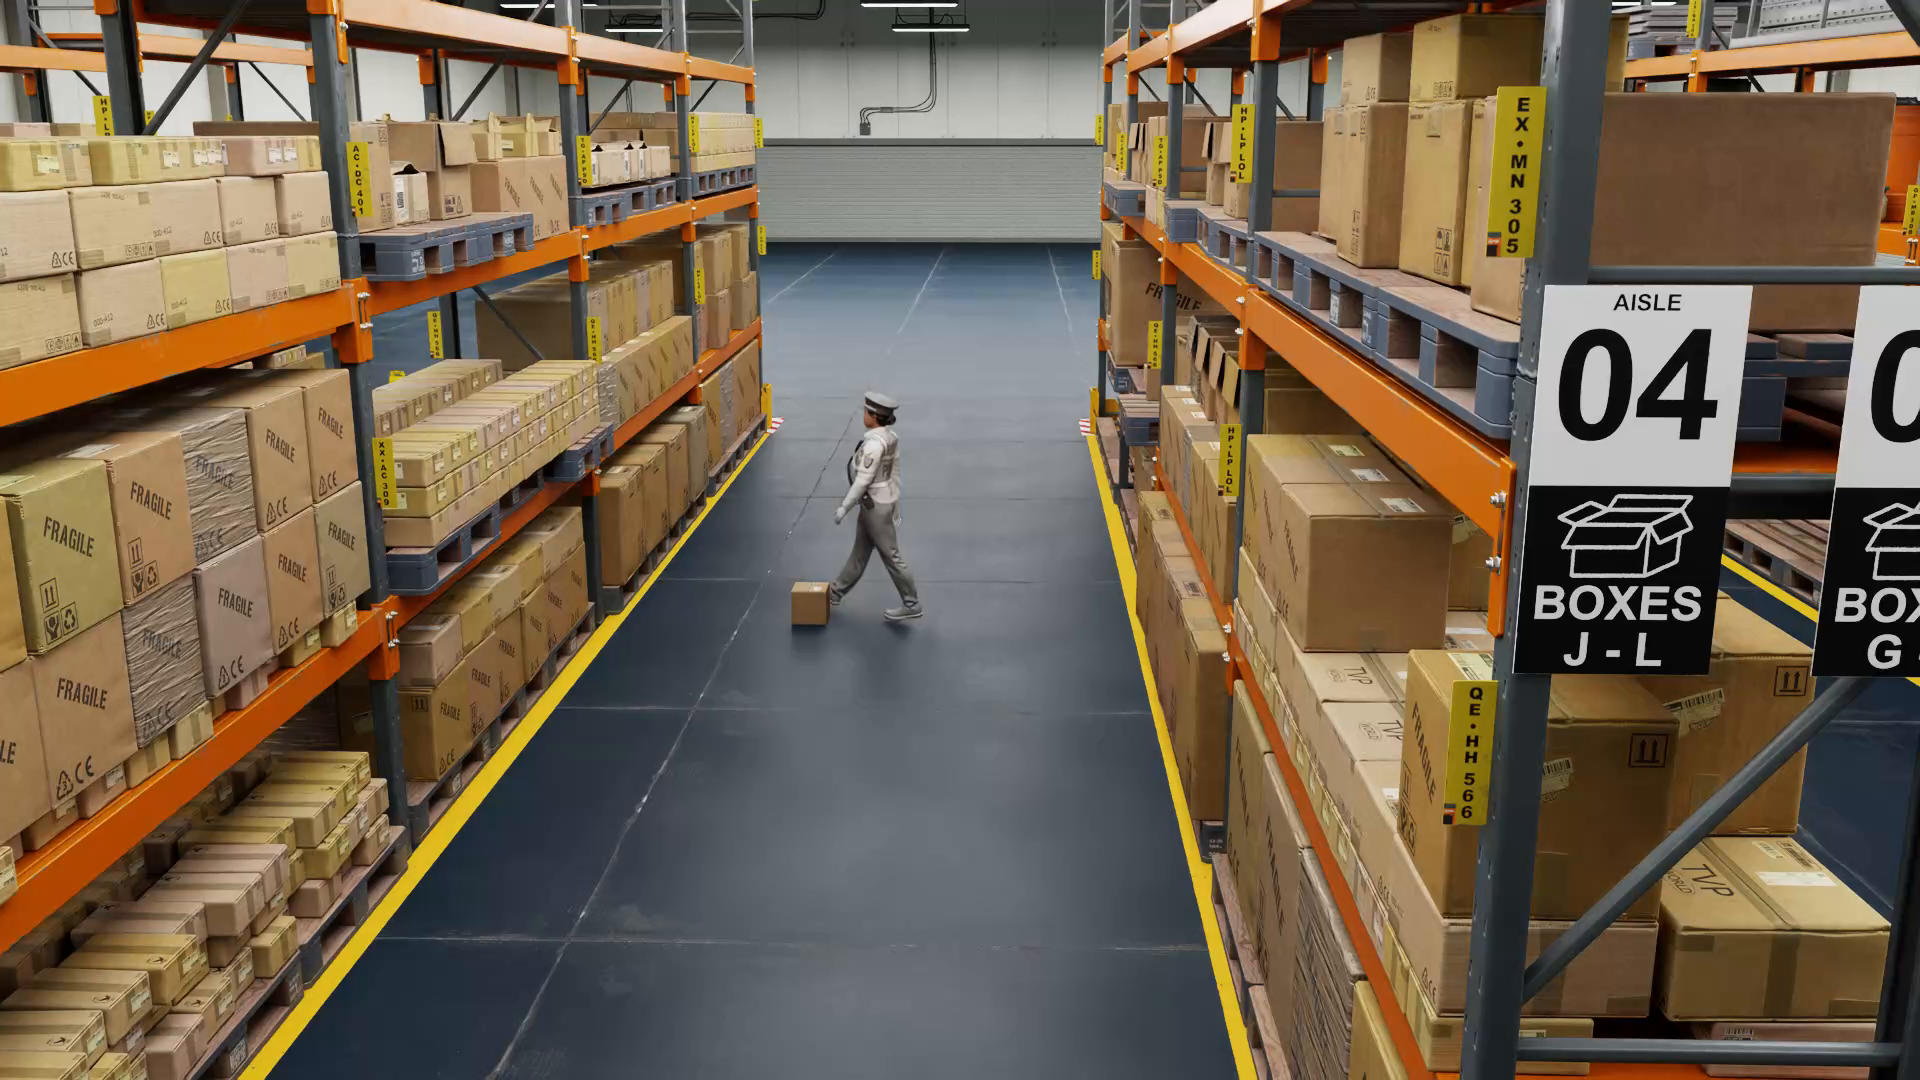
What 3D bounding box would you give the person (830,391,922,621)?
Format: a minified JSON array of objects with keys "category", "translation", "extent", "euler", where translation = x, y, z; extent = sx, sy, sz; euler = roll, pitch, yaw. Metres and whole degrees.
[{"category":"person","translation":[-0.727,-0.246,11.890],"extent":[0.911,1.649,0.490],"euler":[2,14,7]}]
